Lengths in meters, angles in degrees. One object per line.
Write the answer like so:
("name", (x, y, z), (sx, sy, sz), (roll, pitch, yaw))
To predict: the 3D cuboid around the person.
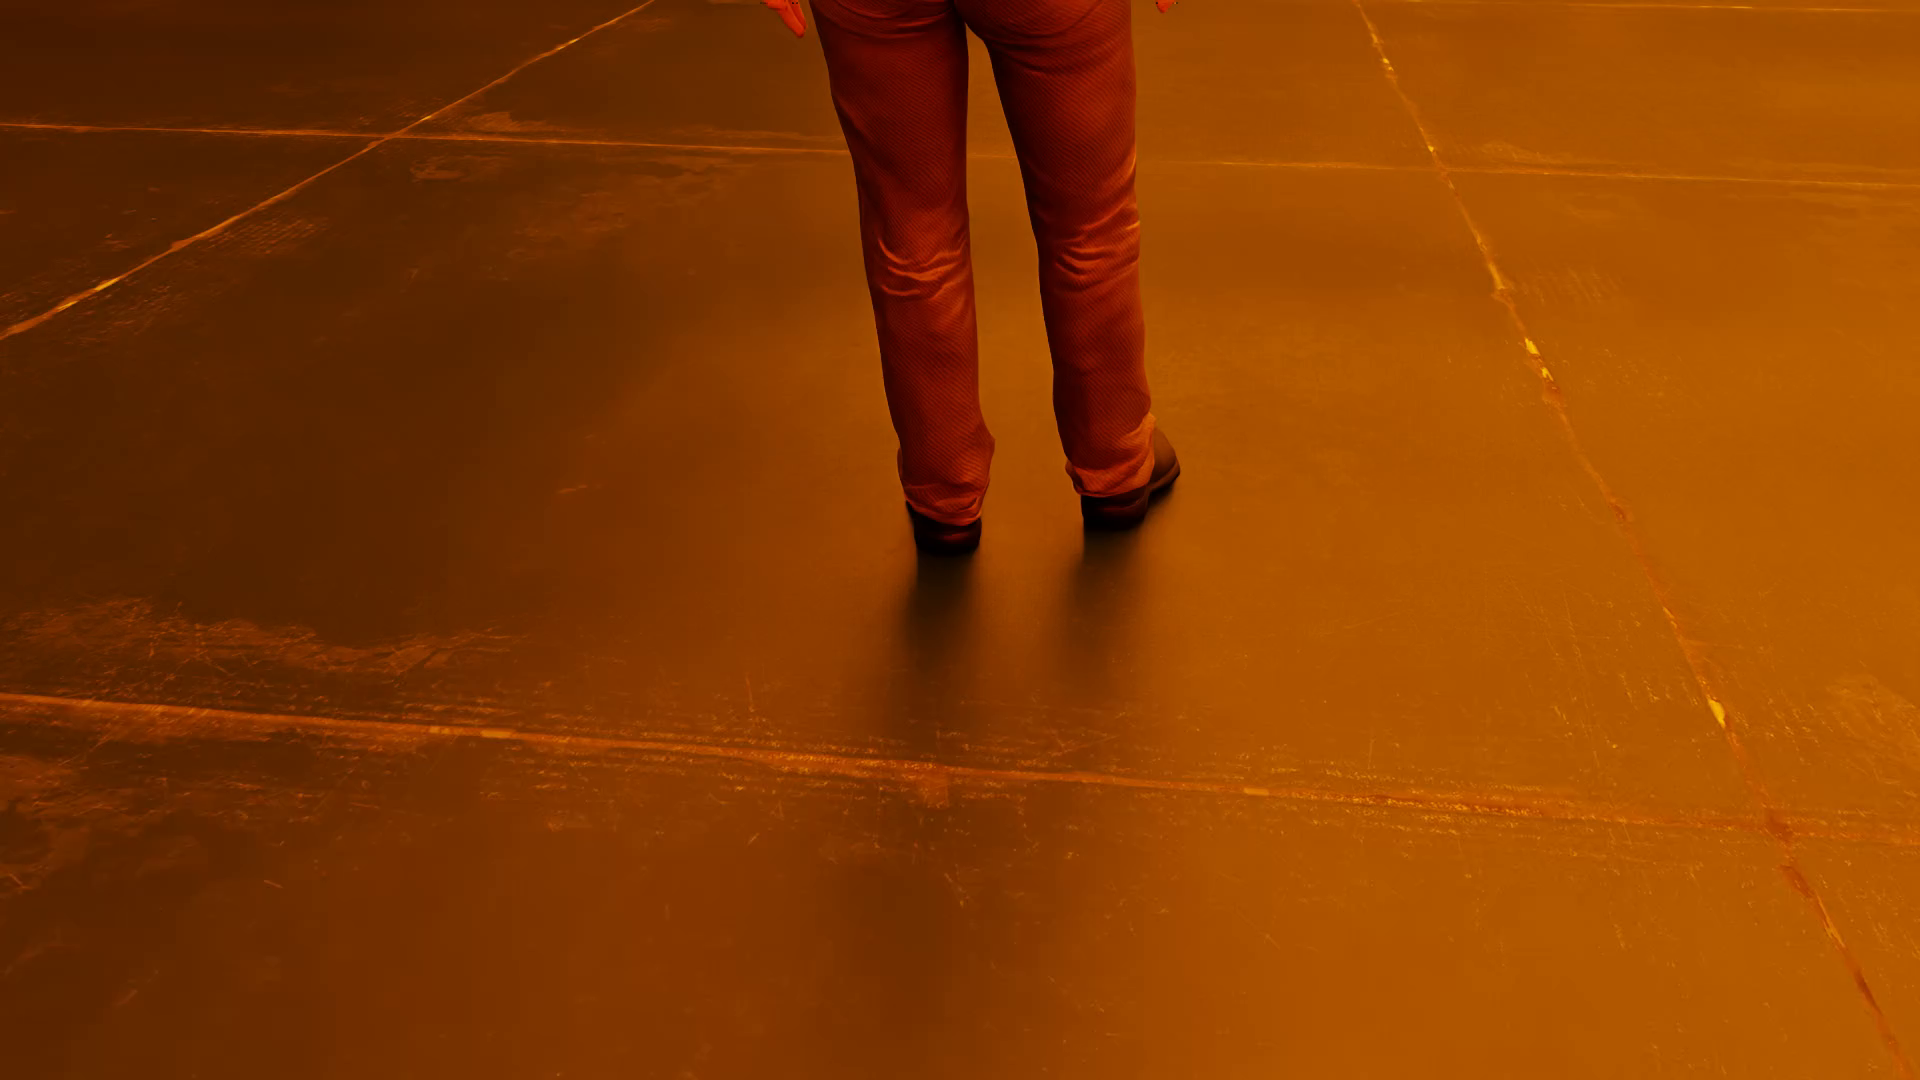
("person", (0.016, -0.804, 2.167), (0.632, 1.721, 0.567), (3, 27, 7))
